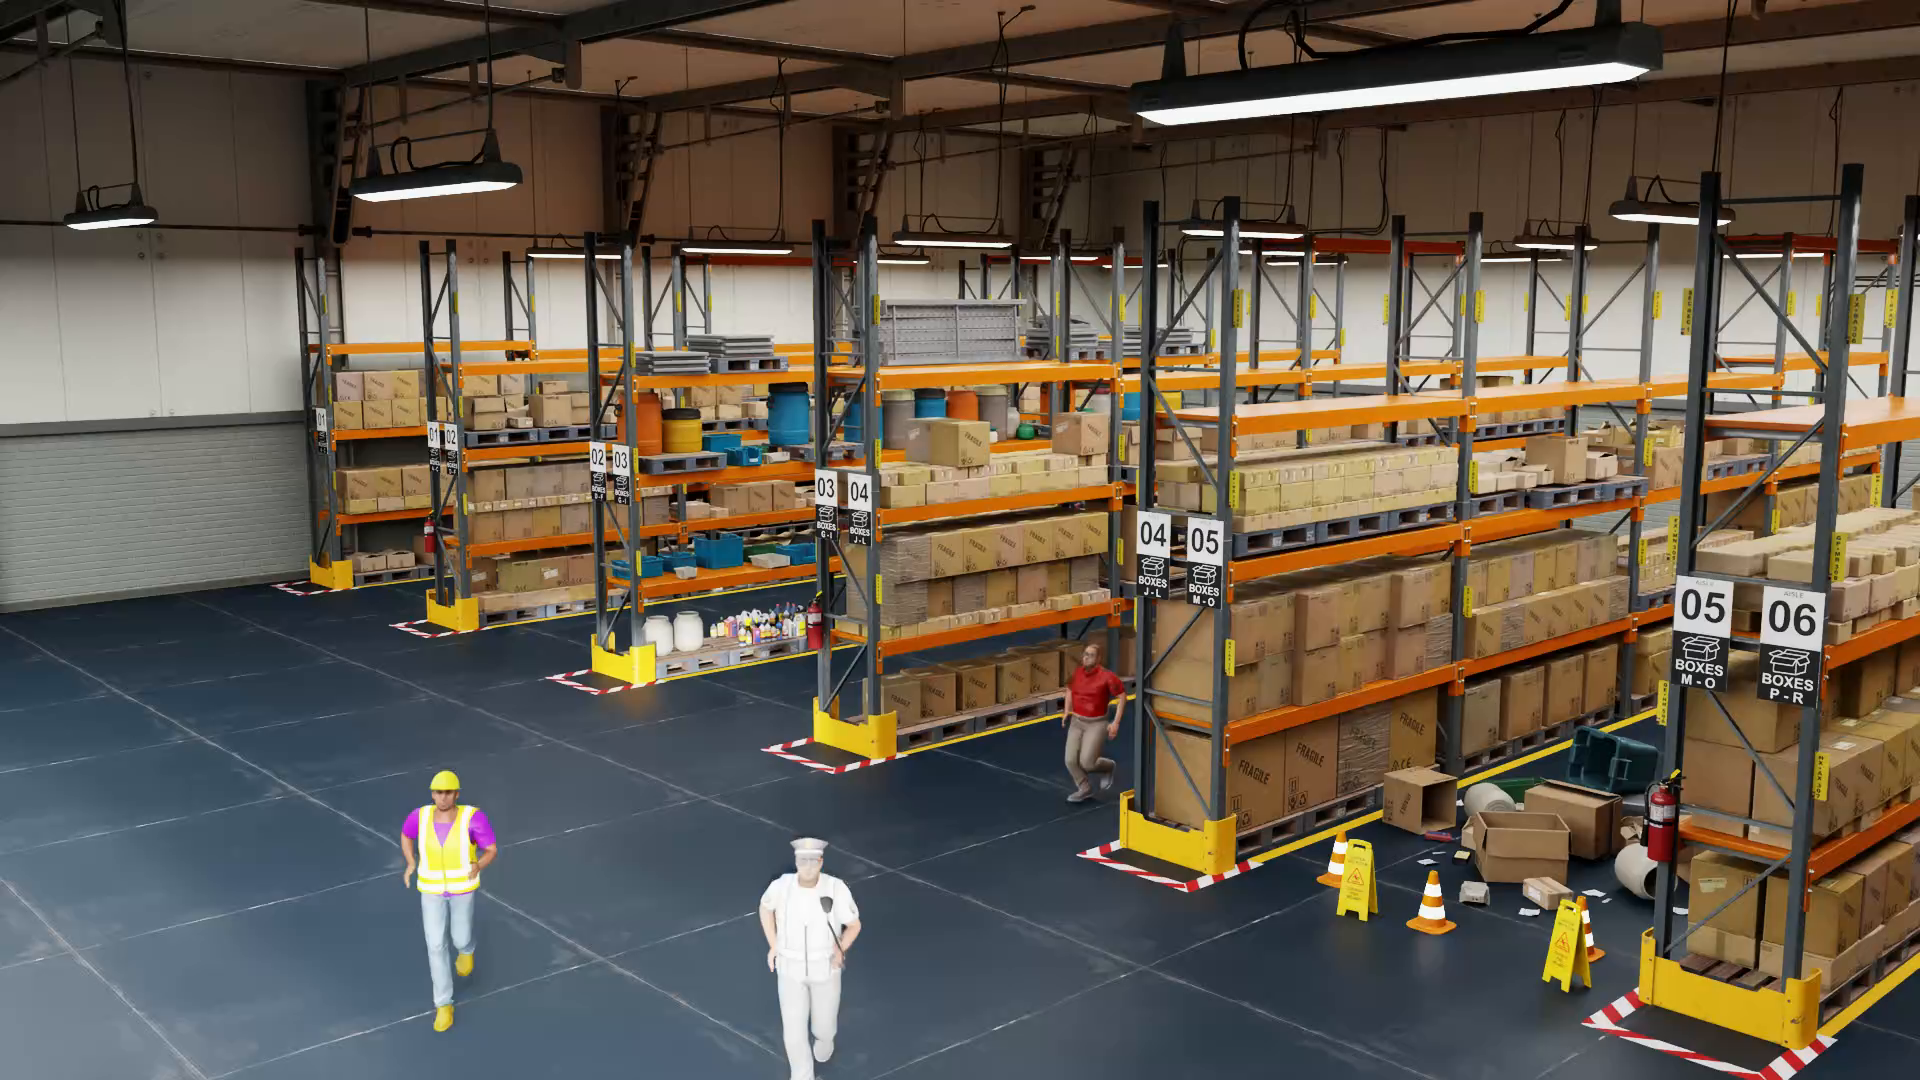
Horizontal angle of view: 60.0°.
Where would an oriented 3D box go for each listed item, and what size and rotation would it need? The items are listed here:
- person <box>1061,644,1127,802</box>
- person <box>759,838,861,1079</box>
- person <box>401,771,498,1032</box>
[{"bbox_3d":[1.341,1.870,16.956,0.698,1.651,0.538,7,11,40],"label":"person"},{"bbox_3d":[-0.969,2.753,10.713,0.663,1.785,0.903,0,8,-2],"label":"person"},{"bbox_3d":[-3.711,2.536,12.085,0.700,1.773,0.968,-2,9,-10],"label":"person"}]
